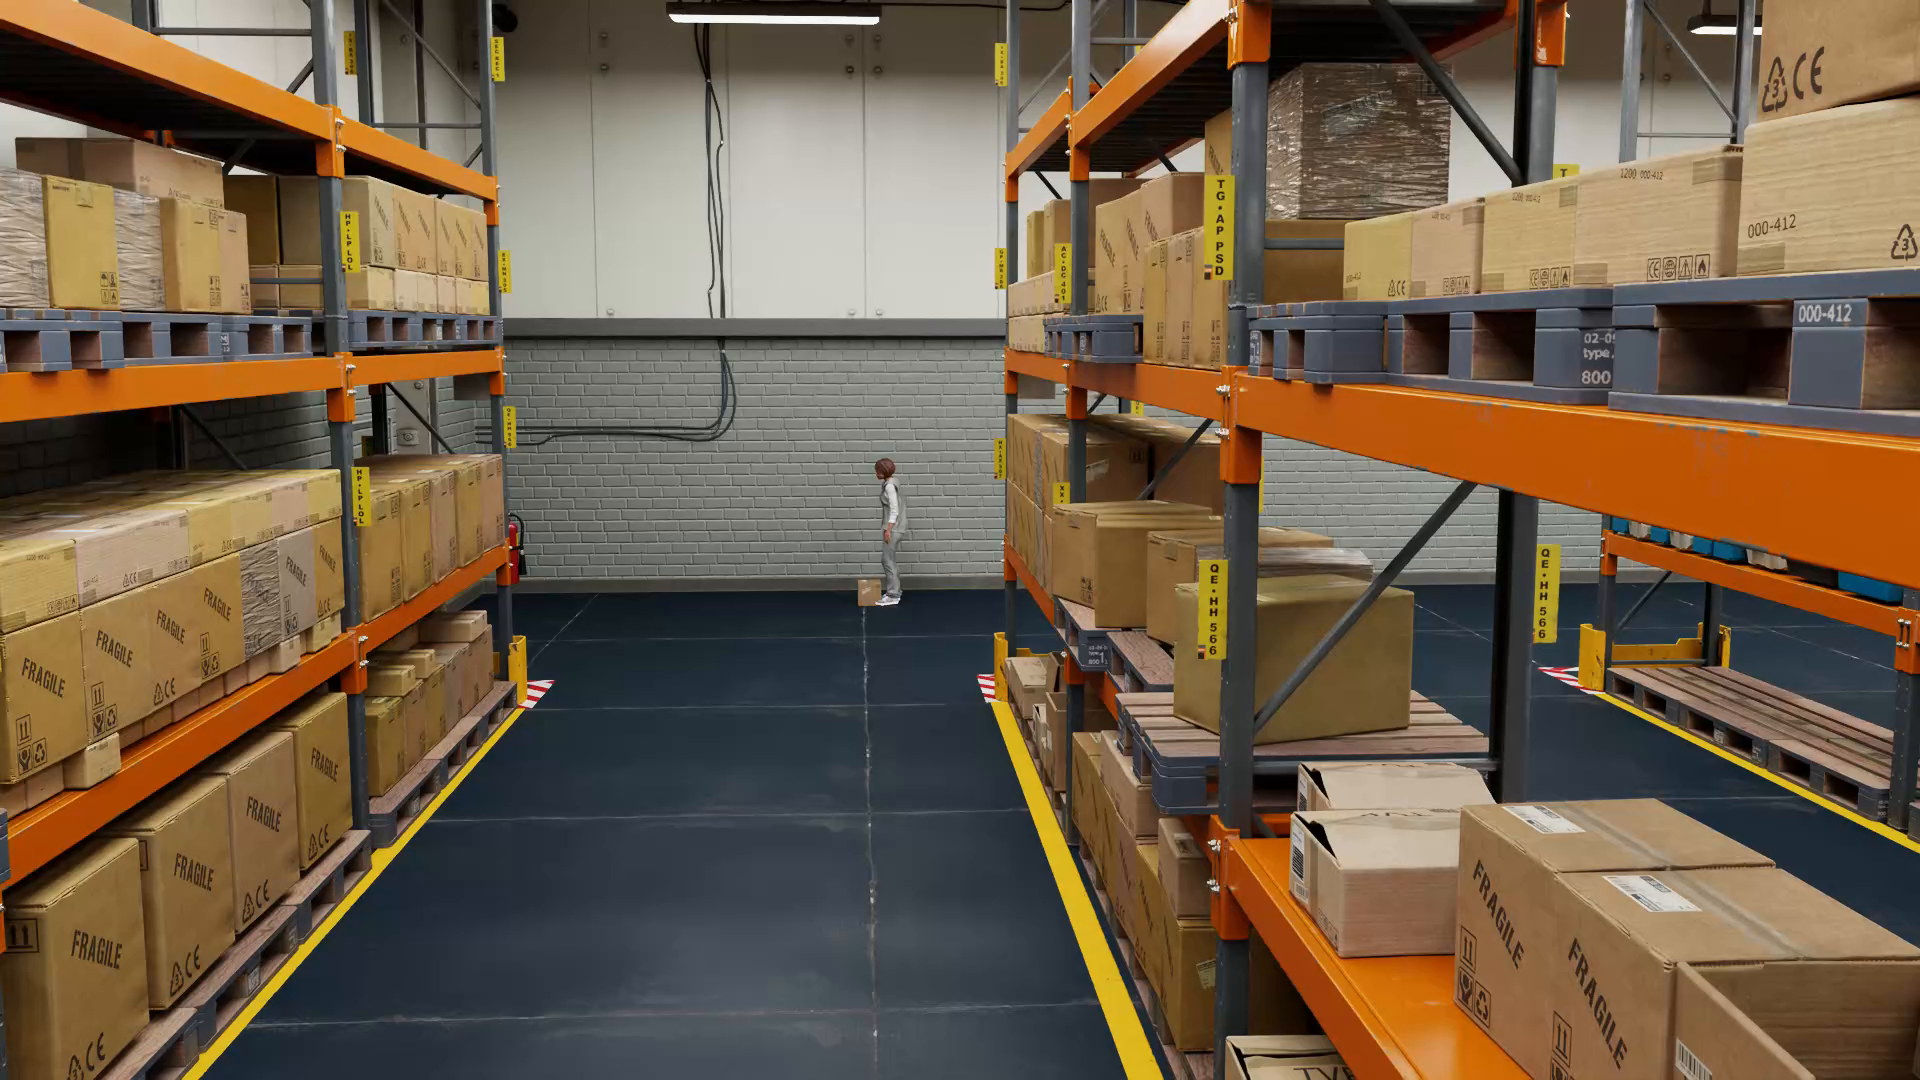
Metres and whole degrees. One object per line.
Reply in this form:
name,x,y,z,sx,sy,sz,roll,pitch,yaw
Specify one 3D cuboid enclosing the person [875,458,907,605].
person,-0.760,-0.096,18.070,0.364,1.593,0.463,0,7,-4
